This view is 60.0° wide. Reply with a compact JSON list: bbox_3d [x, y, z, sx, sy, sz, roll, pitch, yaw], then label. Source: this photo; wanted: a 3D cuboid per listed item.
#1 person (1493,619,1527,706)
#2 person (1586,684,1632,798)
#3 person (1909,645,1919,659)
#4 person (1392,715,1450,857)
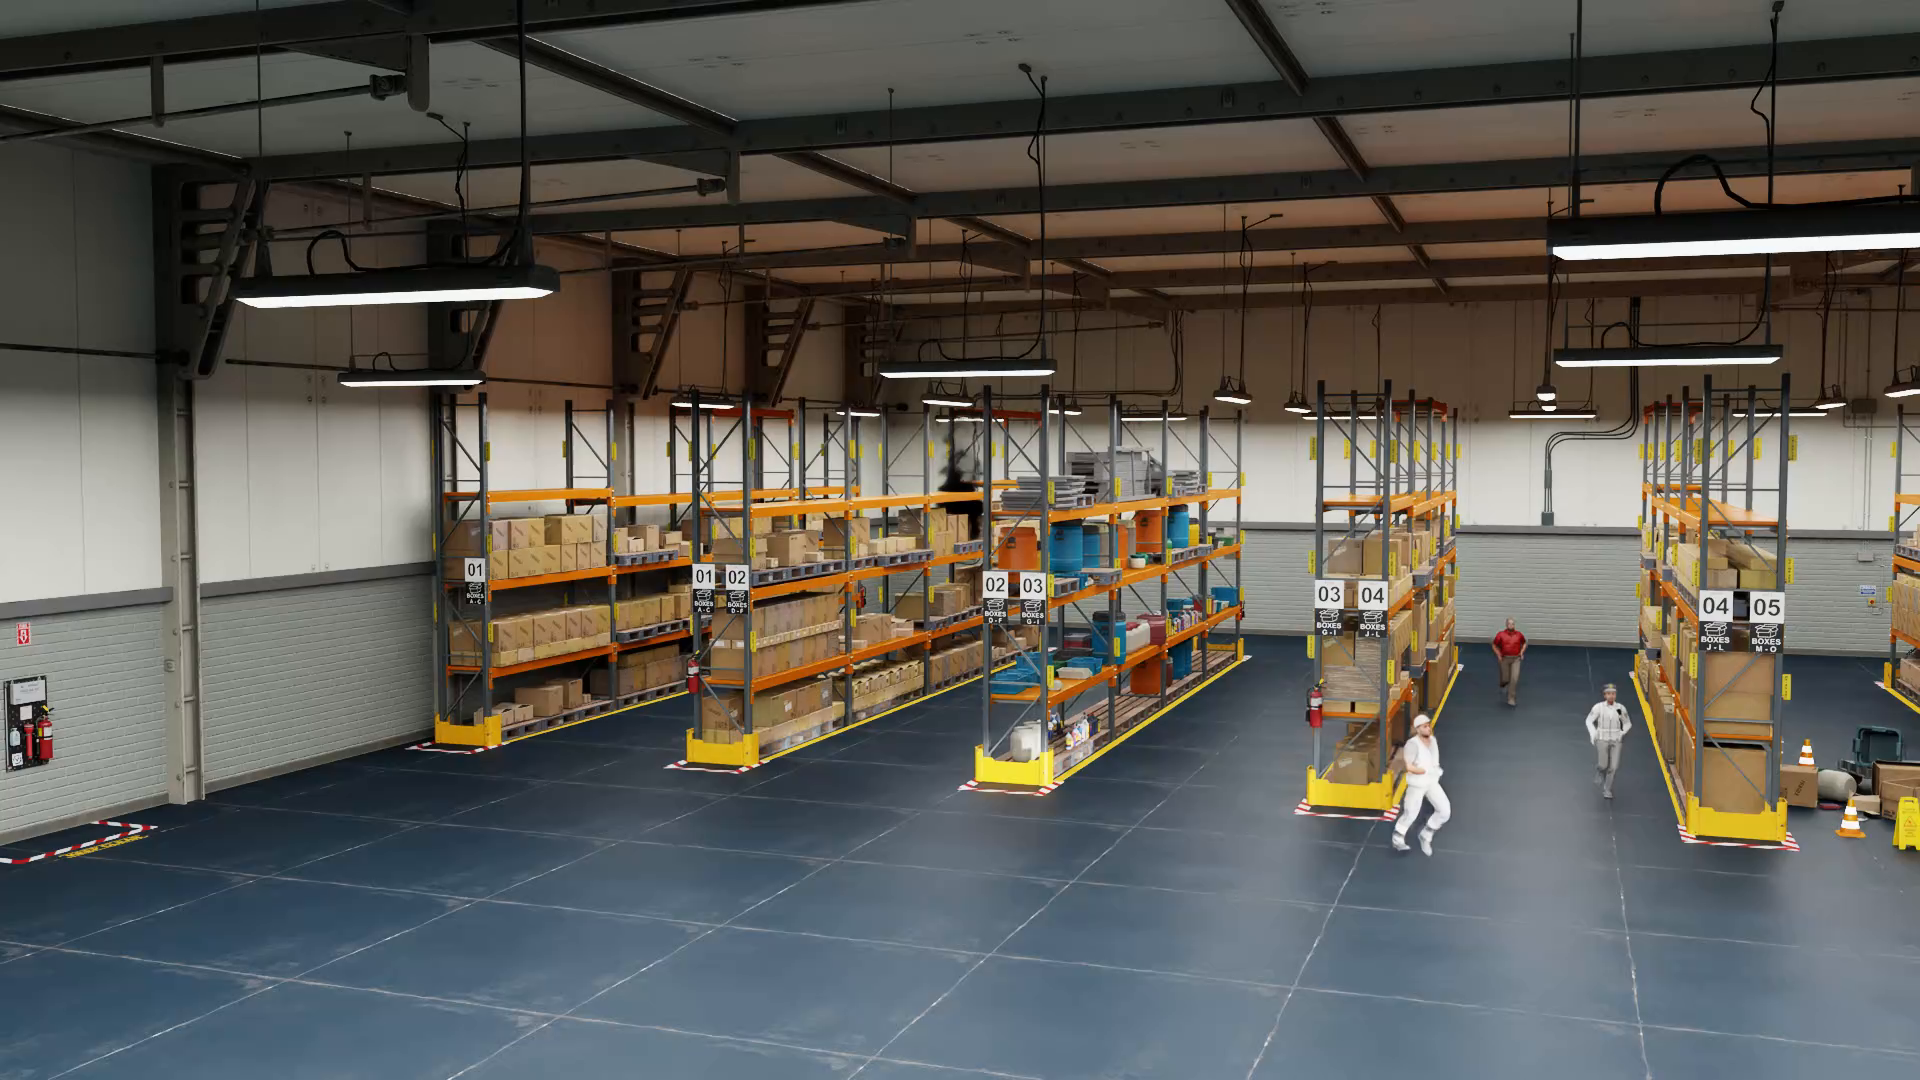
[{"bbox_3d":[10.923,2.407,33.029,0.663,1.700,0.752,1,3,10],"label":"person"},{"bbox_3d":[9.404,2.897,24.085,0.614,1.650,0.552,1,3,13],"label":"person"},{"bbox_3d":[20.936,2.262,36.334,0.736,1.588,1.074,-2,4,-30],"label":"person"},{"bbox_3d":[5.709,3.013,20.435,0.683,1.755,0.850,-1,3,-25],"label":"person"}]
